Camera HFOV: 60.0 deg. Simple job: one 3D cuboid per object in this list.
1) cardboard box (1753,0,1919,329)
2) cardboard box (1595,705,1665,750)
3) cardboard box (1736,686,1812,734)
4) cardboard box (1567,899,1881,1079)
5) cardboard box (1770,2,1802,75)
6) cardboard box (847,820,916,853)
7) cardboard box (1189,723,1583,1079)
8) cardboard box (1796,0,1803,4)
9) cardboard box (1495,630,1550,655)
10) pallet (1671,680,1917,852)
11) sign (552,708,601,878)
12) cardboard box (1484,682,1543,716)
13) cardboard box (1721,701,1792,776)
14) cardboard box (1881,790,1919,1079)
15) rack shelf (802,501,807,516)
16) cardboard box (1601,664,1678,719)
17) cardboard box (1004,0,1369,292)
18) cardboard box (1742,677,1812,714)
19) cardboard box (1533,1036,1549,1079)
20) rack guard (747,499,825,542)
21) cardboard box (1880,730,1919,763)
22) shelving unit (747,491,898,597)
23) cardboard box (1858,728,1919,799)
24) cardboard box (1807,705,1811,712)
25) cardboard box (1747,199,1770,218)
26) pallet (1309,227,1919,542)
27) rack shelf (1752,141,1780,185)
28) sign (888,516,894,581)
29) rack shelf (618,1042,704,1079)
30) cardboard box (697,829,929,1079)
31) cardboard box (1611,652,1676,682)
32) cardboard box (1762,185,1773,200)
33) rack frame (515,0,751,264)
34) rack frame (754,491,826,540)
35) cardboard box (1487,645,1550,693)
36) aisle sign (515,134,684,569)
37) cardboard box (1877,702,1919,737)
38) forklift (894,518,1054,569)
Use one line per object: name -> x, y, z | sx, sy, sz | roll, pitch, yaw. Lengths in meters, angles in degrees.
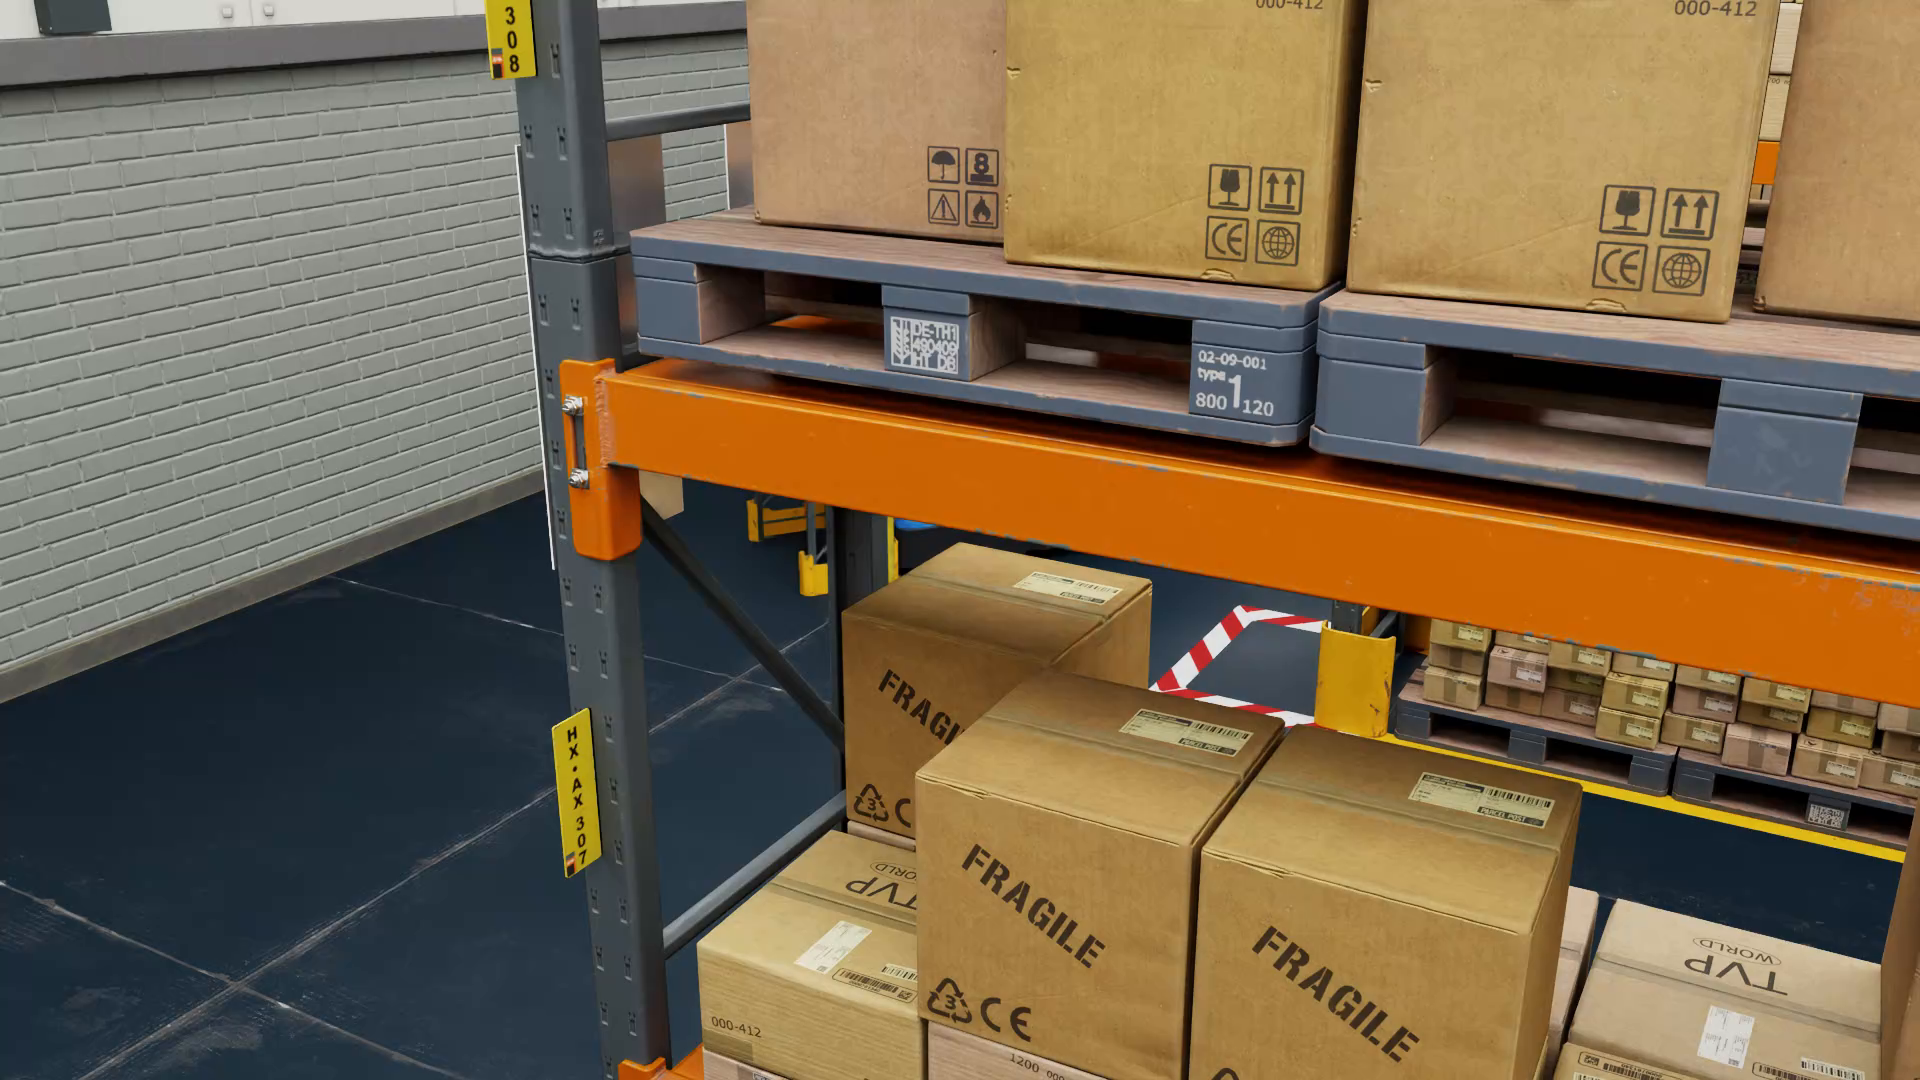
cardboard box -> 1.459, -0.597, 2.304 | 0.500, 0.500, 0.700 | 12, 23, 30
cardboard box -> 3.000, 0.771, 7.406 | 0.250, 0.149, 0.380 | 11, 23, 28
cardboard box -> 3.547, 0.679, 7.224 | 0.250, 0.149, 0.380 | 12, 23, 30
cardboard box -> 1.430, 0.959, 3.108 | 0.500, 0.250, 0.500 | 11, 23, 27
cardboard box -> 3.189, -1.938, 6.397 | 0.500, 0.250, 0.500 | 11, 23, 28
cardboard box -> 0.086, 0.704, 3.809 | 0.500, 0.250, 0.500 | 10, 22, 26
cardboard box -> 0.713, 0.678, 2.782 | 0.500, 0.500, 0.500 | 10, 22, 26
cardboard box -> 3.300, -2.090, 6.230 | 0.250, 0.149, 0.380 | 12, 23, 29
cardboard box -> 2.632, 0.373, 7.629 | 0.250, 0.149, 0.380 | 11, 23, 28
pallet -> 3.860, 0.984, 7.342 | 1.213, 0.211, 1.003 | 11, 23, 27
sign -> -0.742, 0.492, 3.225 | 0.005, 0.325, 0.100 | 11, 23, 27
cardboard box -> 2.611, 0.656, 7.722 | 0.250, 0.149, 0.380 | 11, 23, 27
cardboard box -> 3.445, 0.852, 7.182 | 0.250, 0.149, 0.380 | 10, 22, 25
cardboard box -> 1.850, 0.690, 2.748 | 0.500, 0.500, 0.500 | 10, 22, 26
rack shelf -> -0.836, -0.415, 9.835 | 0.538, 0.185, 1.000 | -9, 22, -22
cardboard box -> 3.012, 0.630, 7.358 | 0.250, 0.149, 0.380 | 12, 23, 29
cardboard box -> 0.446, -0.730, 2.670 | 0.500, 0.500, 0.700 | 10, 22, 25
cardboard box -> 3.491, 0.576, 7.070 | 0.250, 0.149, 0.380 | 11, 23, 28
cardboard box -> 0.715, 1.032, 2.906 | 0.500, 0.250, 0.500 | 10, 22, 26
rack guard -> -1.040, -0.155, 10.423 | 0.587, 0.250, 0.087 | -9, 22, -22
cardboard box -> 3.991, 0.784, 6.934 | 0.250, 0.149, 0.380 | 10, 22, 25
shelving unit -> -0.839, -0.587, 9.782 | 0.587, 1.500, 1.083 | -9, 22, -22
cardboard box -> 3.926, 0.921, 6.993 | 0.250, 0.149, 0.380 | 11, 23, 28
cardboard box -> 3.953, 0.739, 7.493 | 0.250, 0.149, 0.380 | 12, 23, 29
cardboard box -> 3.462, -1.175, 7.156 | 0.500, 0.500, 0.500 | 12, 23, 30
pallet -> 1.256, -0.274, 2.452 | 1.213, 0.211, 1.003 | 11, 23, 27
rack shelf -> 3.787, -1.427, 6.557 | 4.000, 0.370, 1.077 | 11, 23, 27
sign -> -0.190, -0.043, 4.040 | 0.005, 0.325, 0.100 | 11, 23, 27
rack shelf -> 1.280, 1.443, 3.044 | 4.000, 0.370, 1.077 | 11, 23, 27
cardboard box -> -0.179, 0.863, 3.372 | 0.500, 0.250, 0.500 | 10, 22, 26
cardboard box -> 3.046, 0.470, 7.363 | 0.250, 0.149, 0.380 | 10, 22, 25
cardboard box -> 5.555, -2.364, 10.870 | 0.500, 0.500, 0.500 | 11, 22, 27
rack frame -> -0.466, -2.048, 2.816 | 0.127, 3.000, 1.000 | 11, 23, 27
rack frame -> -1.041, -0.742, 10.211 | 0.500, 1.500, 0.032 | -9, 22, -22
cardboard box -> 2.585, 0.541, 7.604 | 0.250, 0.149, 0.380 | 11, 23, 27
aisle sign -> -0.675, -0.373, 3.182 | 0.004, 0.787, 0.394 | 11, 23, 27
cardboard box -> 3.921, 0.664, 6.829 | 0.250, 0.149, 0.380 | 10, 22, 25
forklift -> 0.817, -1.504, 10.213 | 3.031, 2.935, 1.130 | -9, 22, -23
